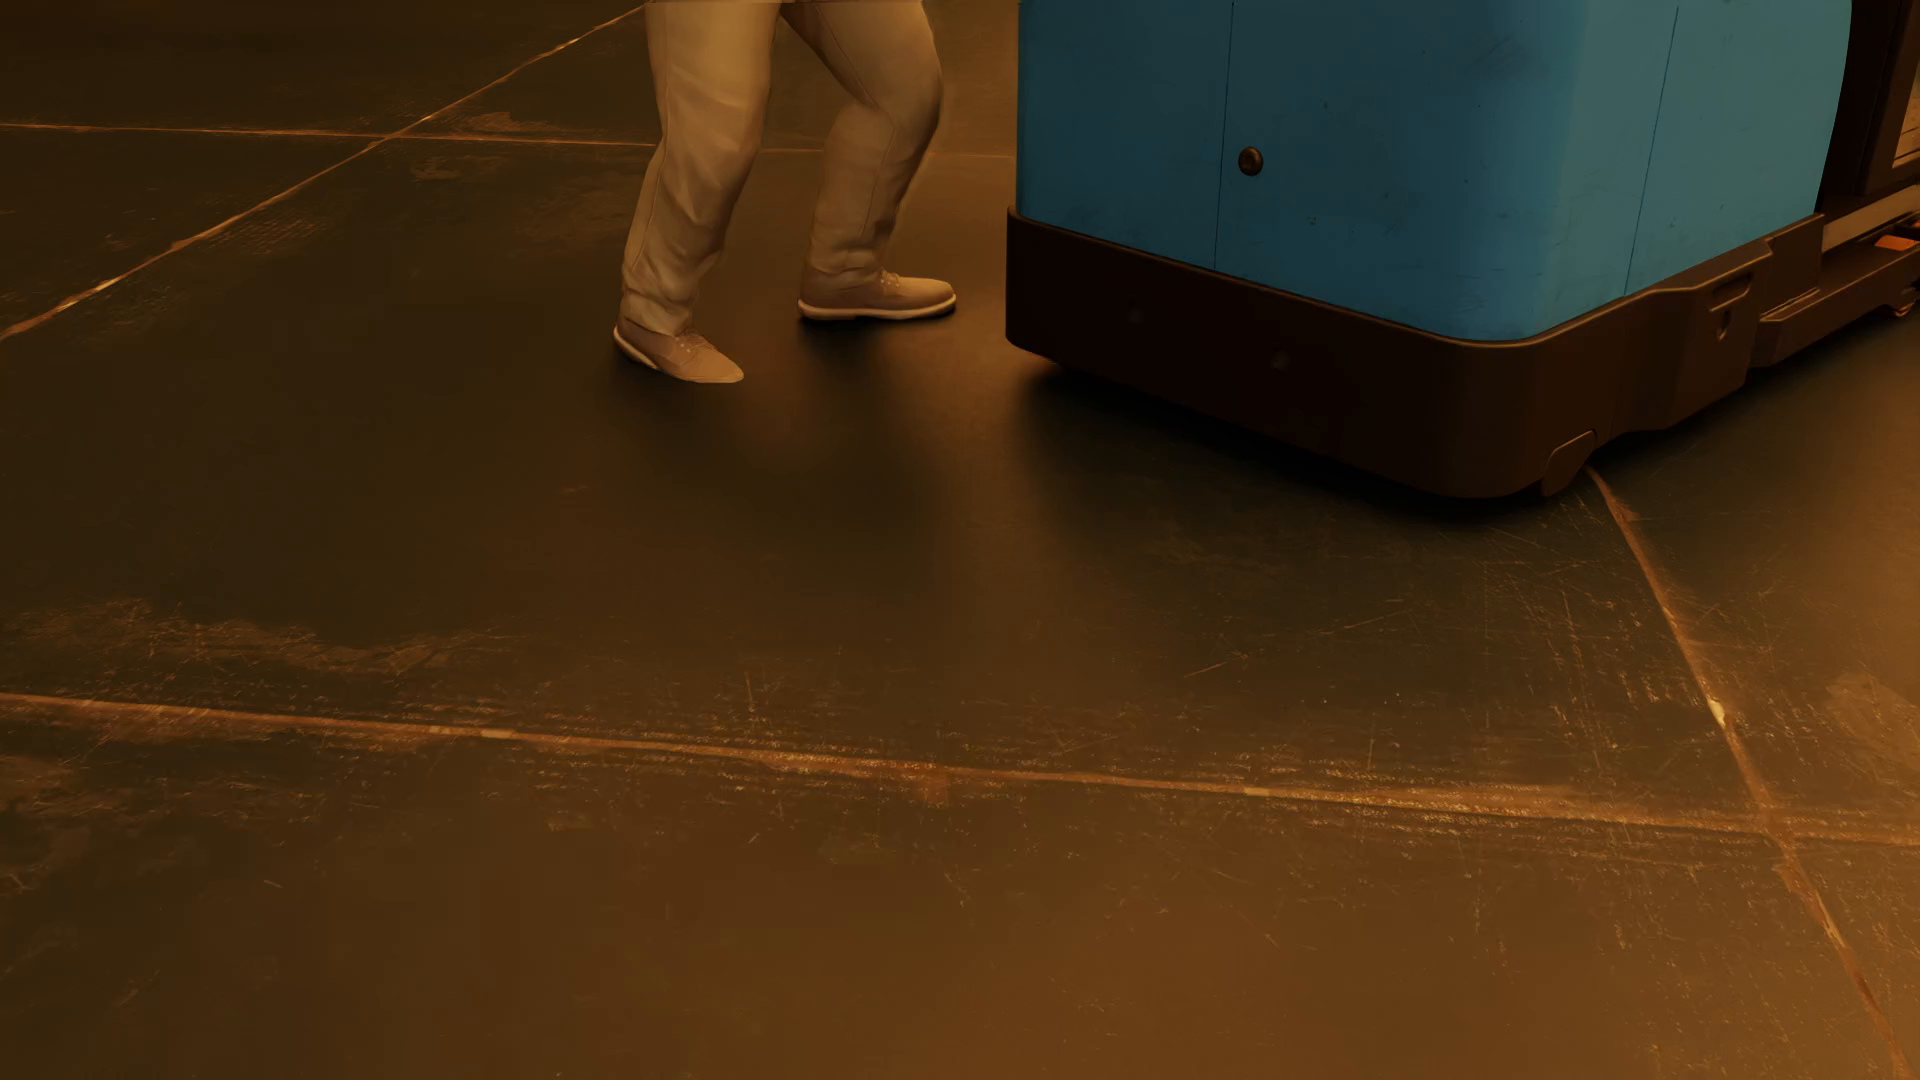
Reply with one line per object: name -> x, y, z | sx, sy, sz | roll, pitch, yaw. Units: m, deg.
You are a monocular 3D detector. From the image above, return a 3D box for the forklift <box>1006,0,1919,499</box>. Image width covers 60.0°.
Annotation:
forklift -> 1.507, -1.919, 3.064 | 3.031, 2.935, 1.130 | -23, 34, -38

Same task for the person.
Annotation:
person -> -0.377, -1.103, 2.871 | 0.461, 1.733, 0.896 | 22, 34, 37
